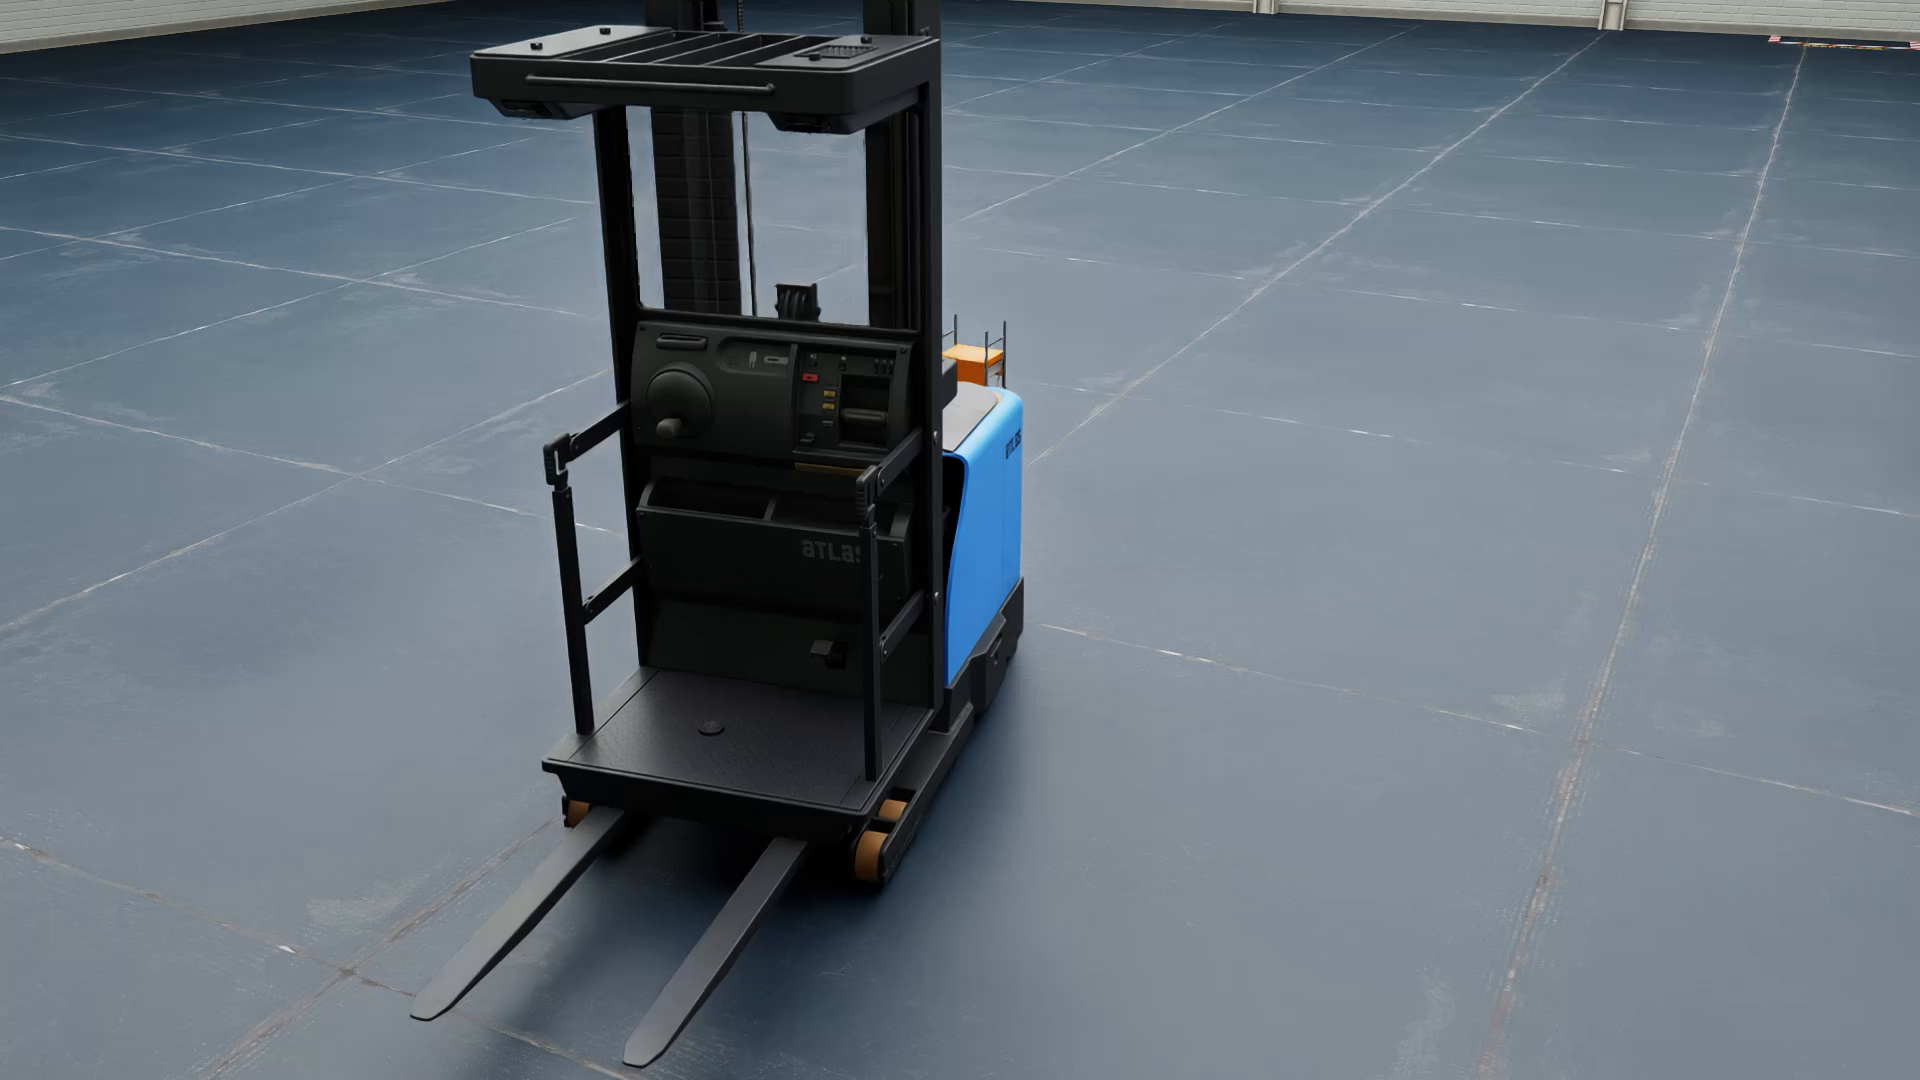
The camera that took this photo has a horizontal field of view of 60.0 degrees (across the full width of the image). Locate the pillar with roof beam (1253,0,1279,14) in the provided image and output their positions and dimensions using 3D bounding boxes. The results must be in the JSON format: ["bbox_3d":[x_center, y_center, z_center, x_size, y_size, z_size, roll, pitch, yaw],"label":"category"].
[{"bbox_3d":[3.655,-12.290,25.149,0.400,9.000,9.100,11,25,25],"label":"pillar with roof beam"}]

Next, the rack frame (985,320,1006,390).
[{"bbox_3d":[0.157,-0.452,7.472,0.008,1.050,0.200,11,25,25],"label":"rack frame"}]

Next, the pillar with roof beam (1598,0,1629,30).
[{"bbox_3d":[9.009,-11.230,22.658,0.400,9.000,9.100,11,25,25],"label":"pillar with roof beam"}]

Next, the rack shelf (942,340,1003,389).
[{"bbox_3d":[0.048,-0.725,7.415,0.240,0.259,0.215,11,25,25],"label":"rack shelf"}]

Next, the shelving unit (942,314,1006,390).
[{"bbox_3d":[0.048,-0.474,7.522,0.252,1.050,0.215,11,25,25],"label":"shelving unit"}]

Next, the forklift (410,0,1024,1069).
[{"bbox_3d":[-0.662,-0.444,5.048,1.130,2.935,3.031,7,24,16],"label":"forklift"}]

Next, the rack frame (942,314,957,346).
[{"bbox_3d":[-0.061,-0.495,7.573,0.008,1.050,0.200,11,25,25],"label":"rack frame"}]
